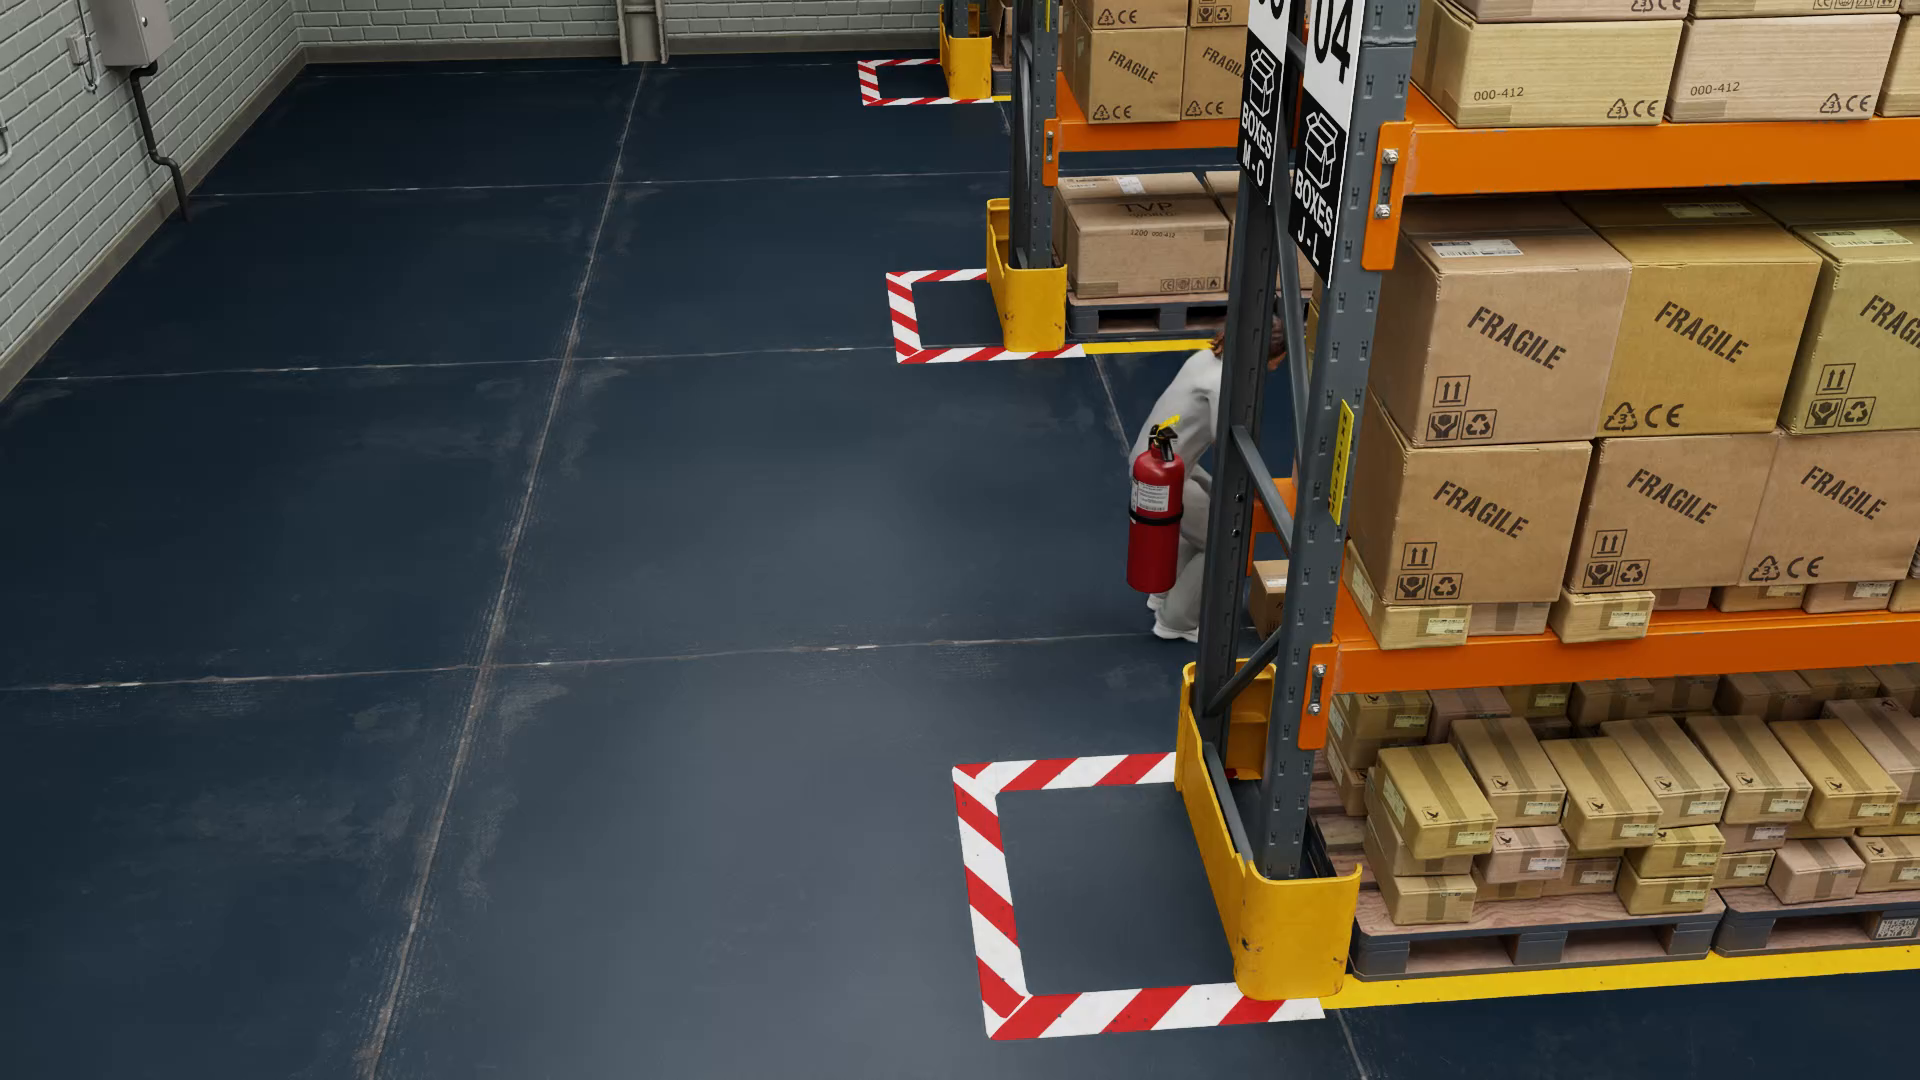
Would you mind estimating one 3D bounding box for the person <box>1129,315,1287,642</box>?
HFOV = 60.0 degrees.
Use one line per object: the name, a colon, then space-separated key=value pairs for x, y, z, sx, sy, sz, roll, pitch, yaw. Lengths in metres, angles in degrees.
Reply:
person: x=0.999 y=-0.270 z=6.835 sx=0.615 sy=1.417 sz=0.490 roll=2 pitch=31 yaw=3
